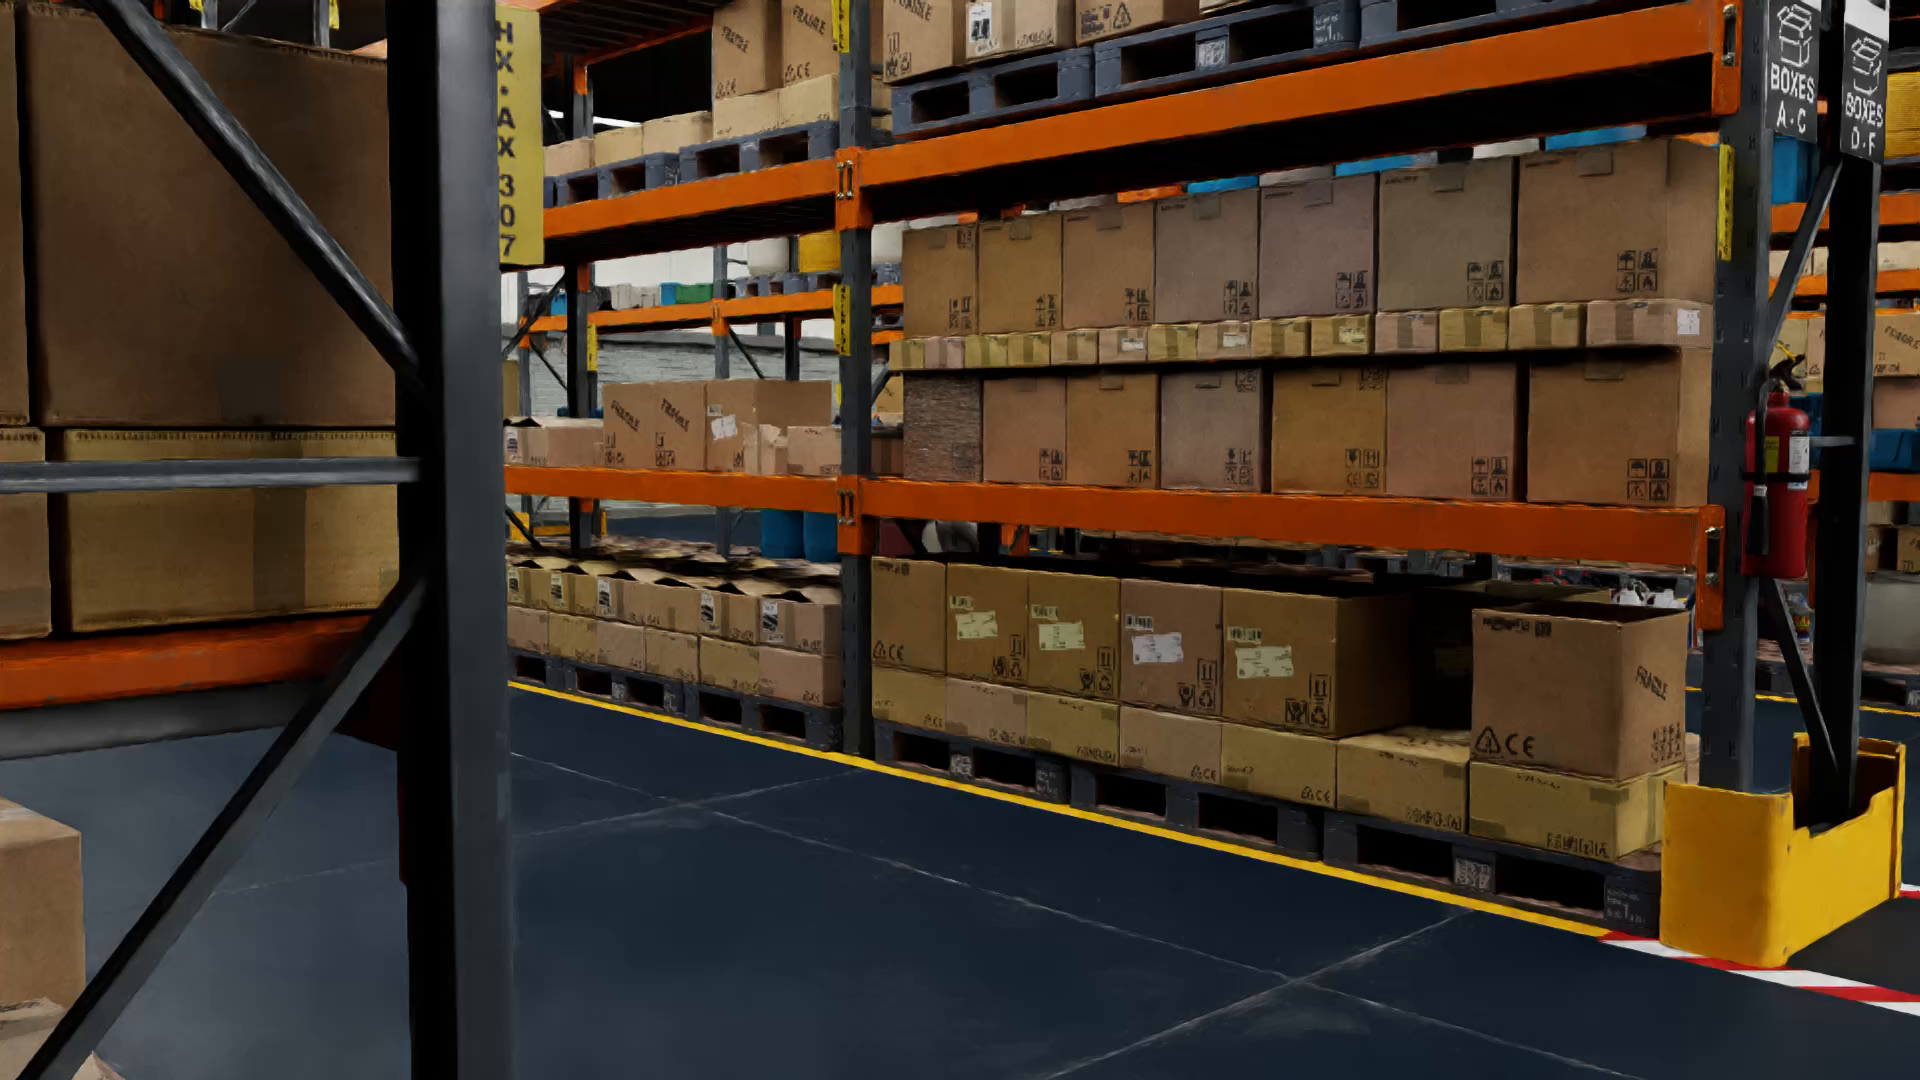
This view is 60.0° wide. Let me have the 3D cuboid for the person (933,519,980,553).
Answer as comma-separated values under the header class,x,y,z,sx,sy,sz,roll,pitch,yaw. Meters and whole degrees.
class,x,y,z,sx,sy,sz,roll,pitch,yaw
person,0.095,-0.077,11.454,0.664,1.656,0.438,3,5,36
